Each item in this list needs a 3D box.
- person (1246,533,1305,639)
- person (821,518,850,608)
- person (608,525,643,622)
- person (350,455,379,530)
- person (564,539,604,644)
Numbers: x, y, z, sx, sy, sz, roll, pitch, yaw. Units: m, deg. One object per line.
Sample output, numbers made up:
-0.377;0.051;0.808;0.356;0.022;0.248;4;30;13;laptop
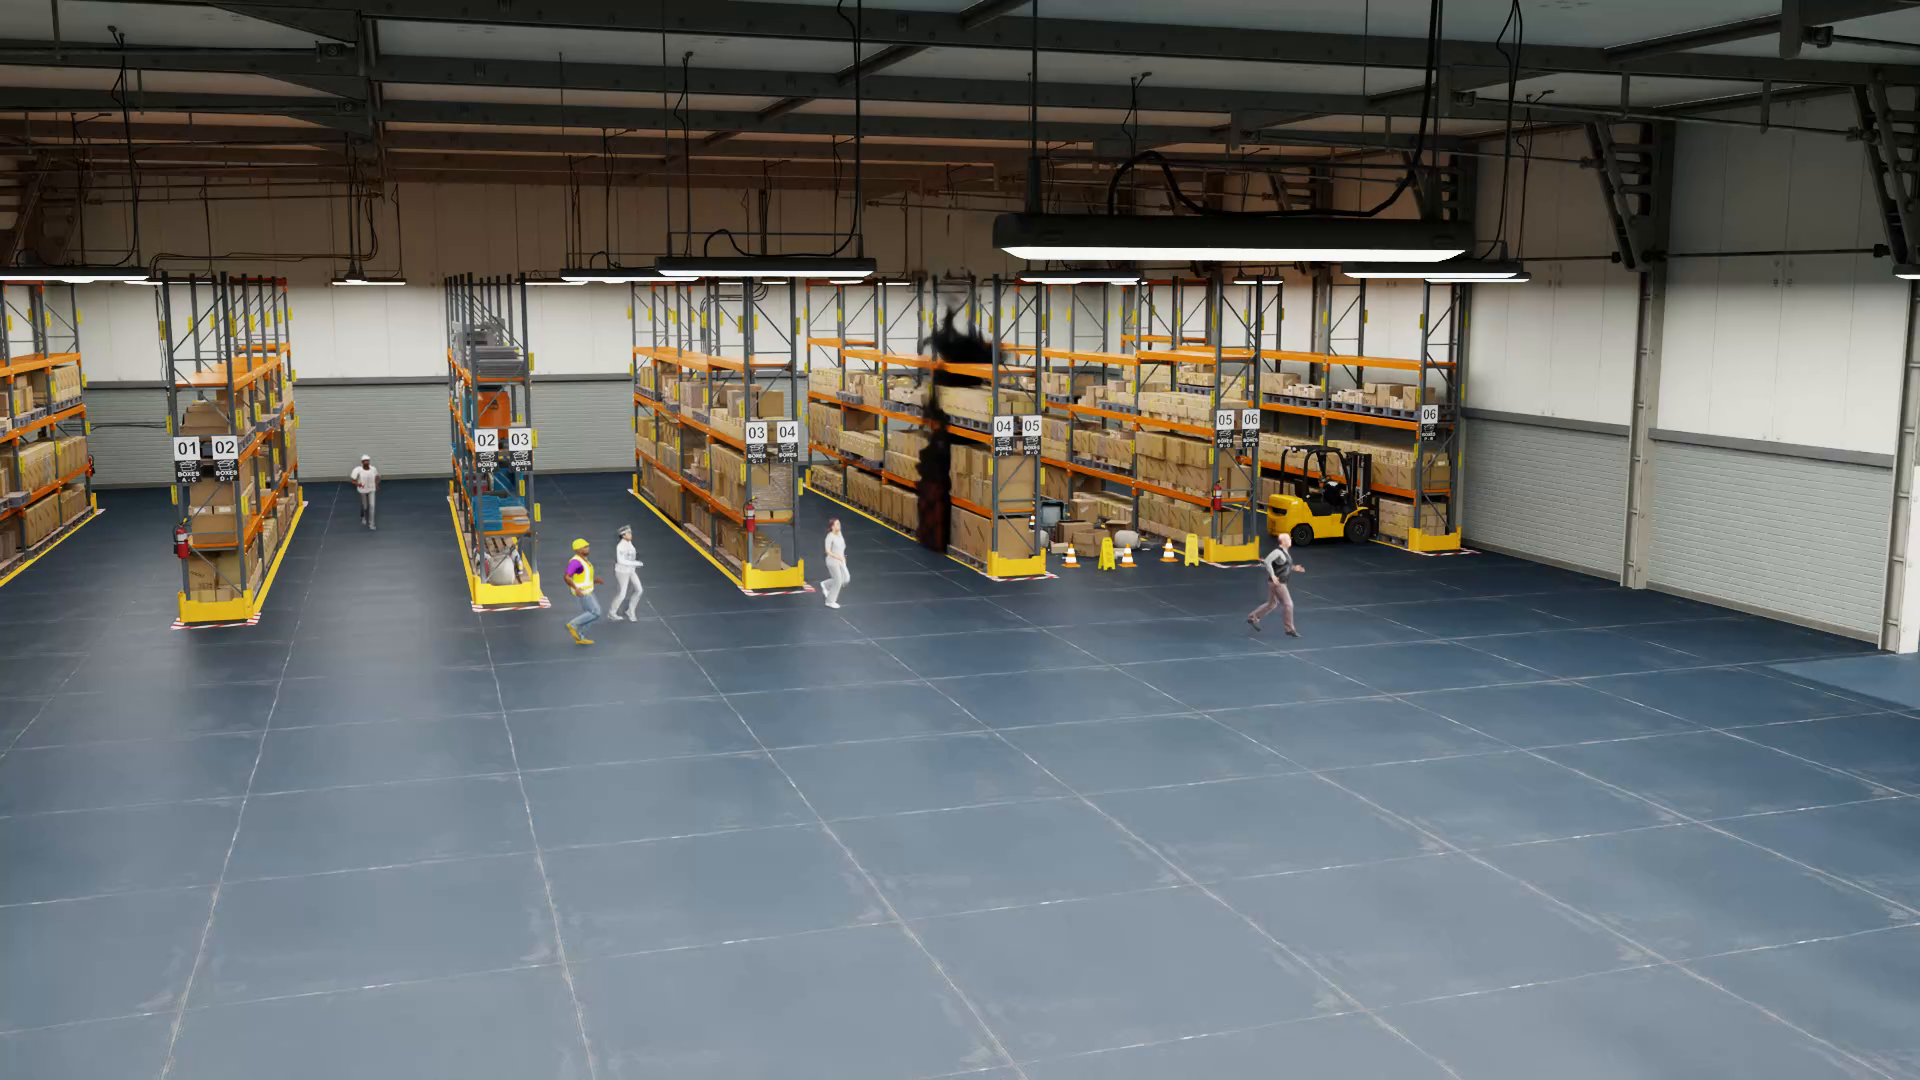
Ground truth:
5.223;0.741;27.483;0.953;1.733;0.617;2;9;15;person
-2.263;0.407;30.079;0.633;1.635;0.586;5;10;29;person
-5.741;0.599;28.659;0.705;1.746;0.628;2;9;15;person
-14.255;-1.157;39.909;0.700;1.771;0.900;-5;10;-32;person
-6.051;0.838;26.841;0.576;1.718;0.698;0;9;0;person
